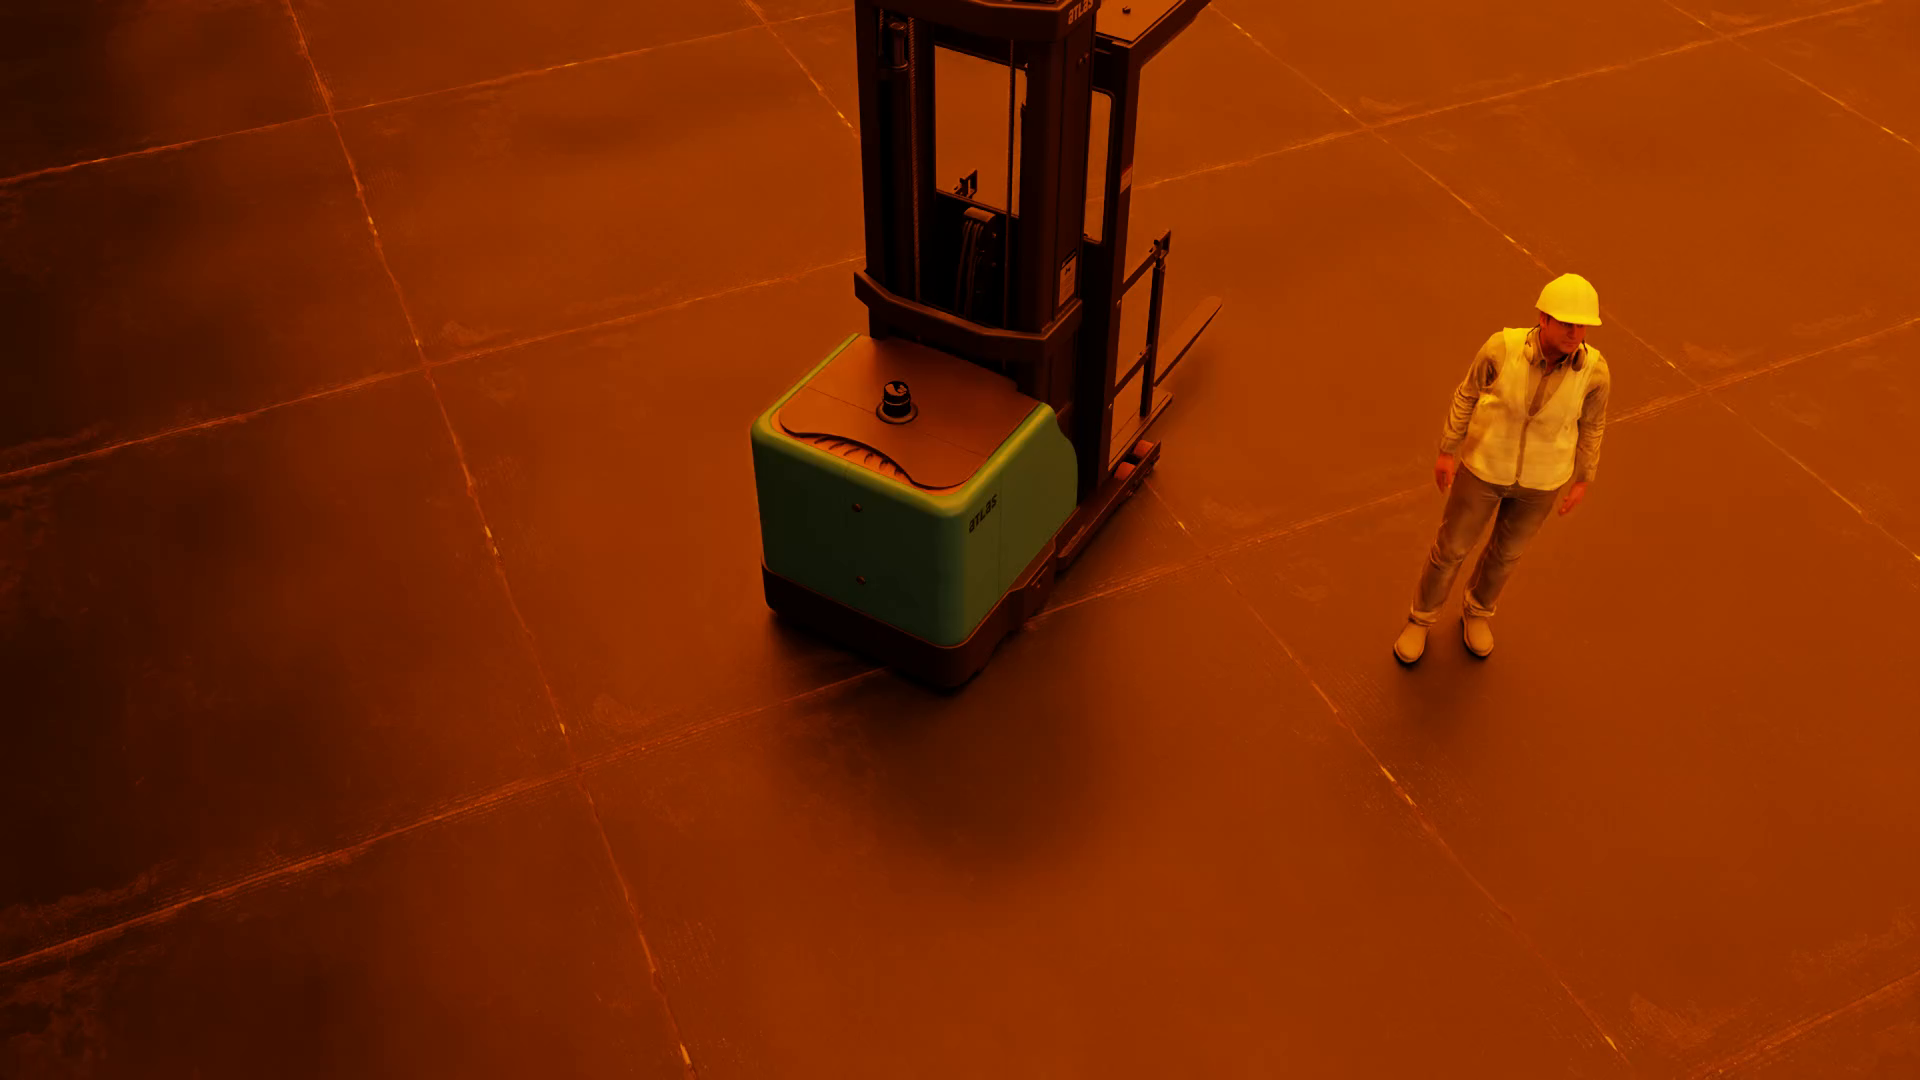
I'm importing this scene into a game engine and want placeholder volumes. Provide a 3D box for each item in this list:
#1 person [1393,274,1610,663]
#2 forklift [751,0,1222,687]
[{"bbox_3d":[2.254,-0.248,6.783,0.633,1.776,0.566,9,44,9],"label":"person"},{"bbox_3d":[0.326,-1.435,7.218,1.130,2.935,3.031,23,48,22],"label":"forklift"}]
